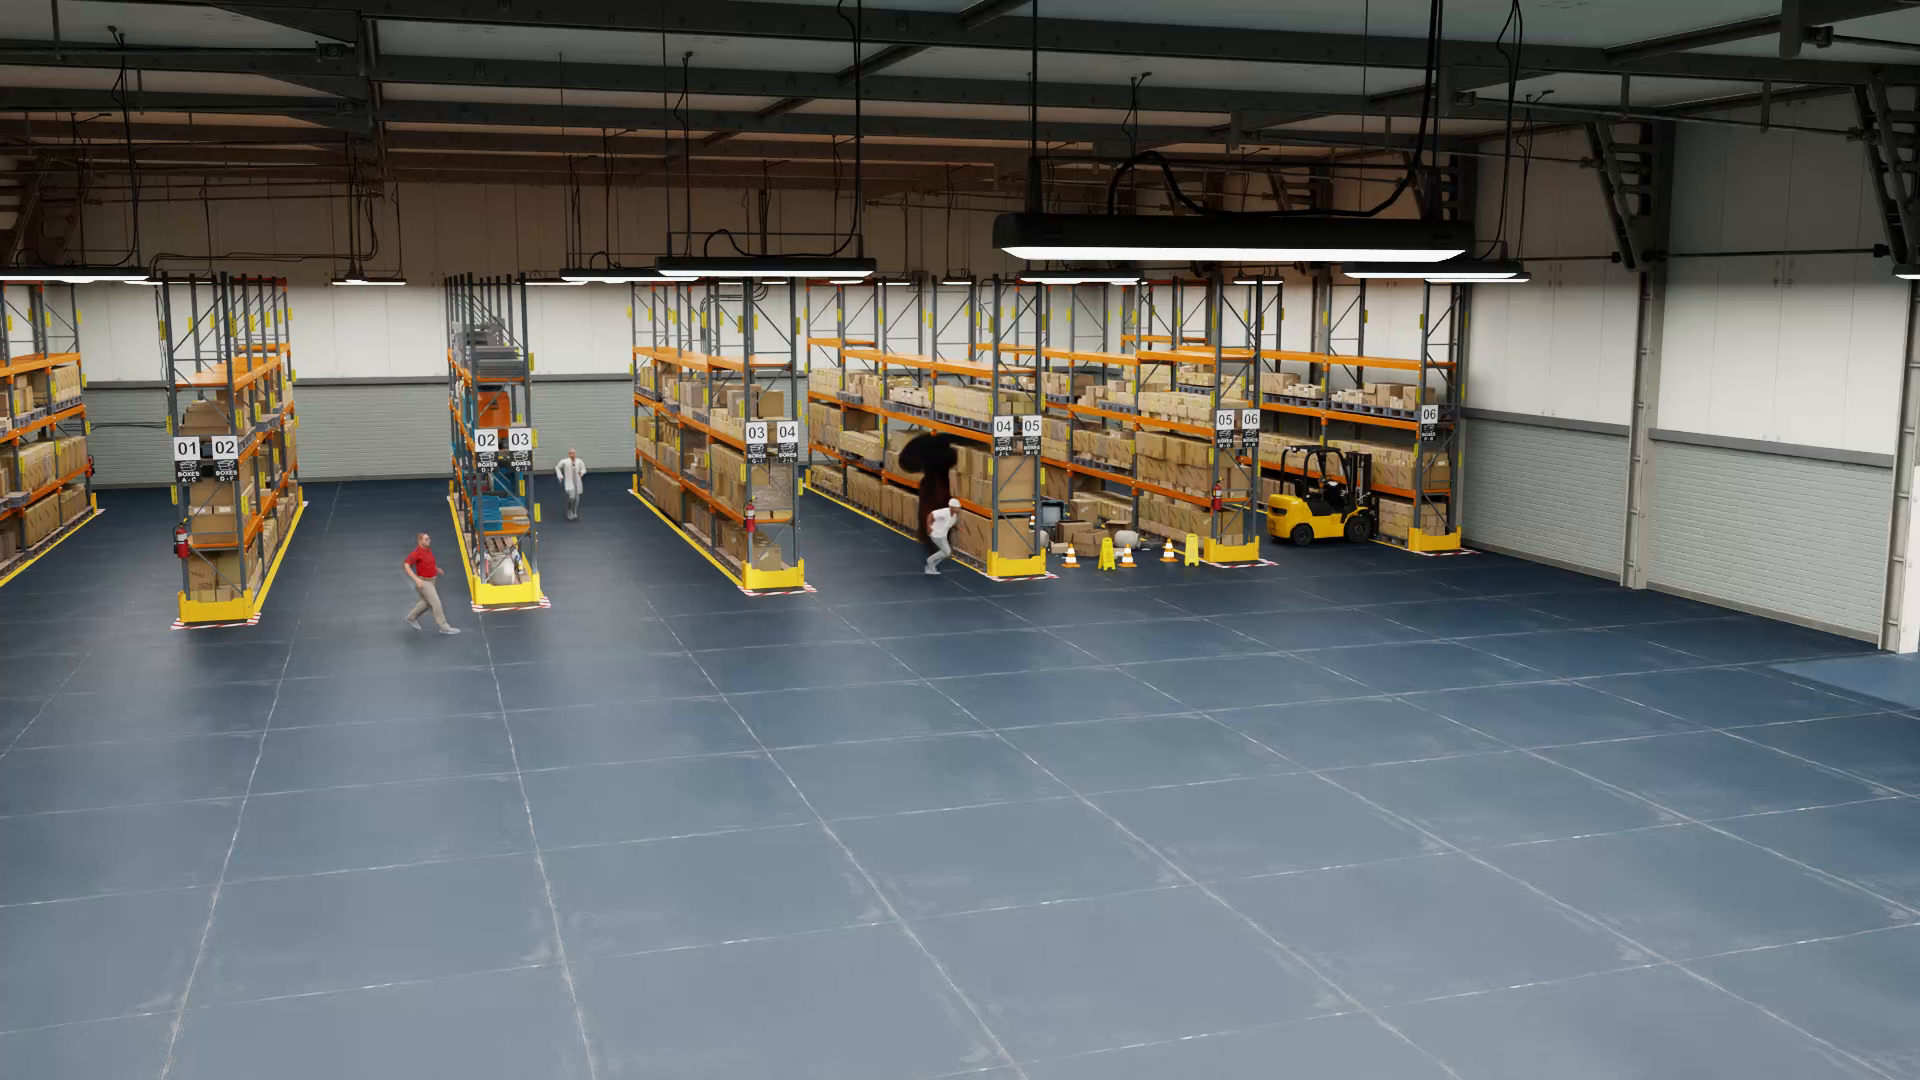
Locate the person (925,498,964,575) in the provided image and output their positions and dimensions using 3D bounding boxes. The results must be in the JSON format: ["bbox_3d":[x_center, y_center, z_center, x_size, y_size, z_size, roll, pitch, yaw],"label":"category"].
[{"bbox_3d":[-0.351,-0.053,33.062,0.847,1.576,0.737,5,10,30],"label":"person"}]

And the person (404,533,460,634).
[{"bbox_3d":[-8.832,0.726,27.530,0.976,1.702,0.712,1,9,3],"label":"person"}]

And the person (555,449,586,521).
[{"bbox_3d":[-9.611,-1.371,41.291,0.693,1.792,0.766,-5,10,-30],"label":"person"}]
